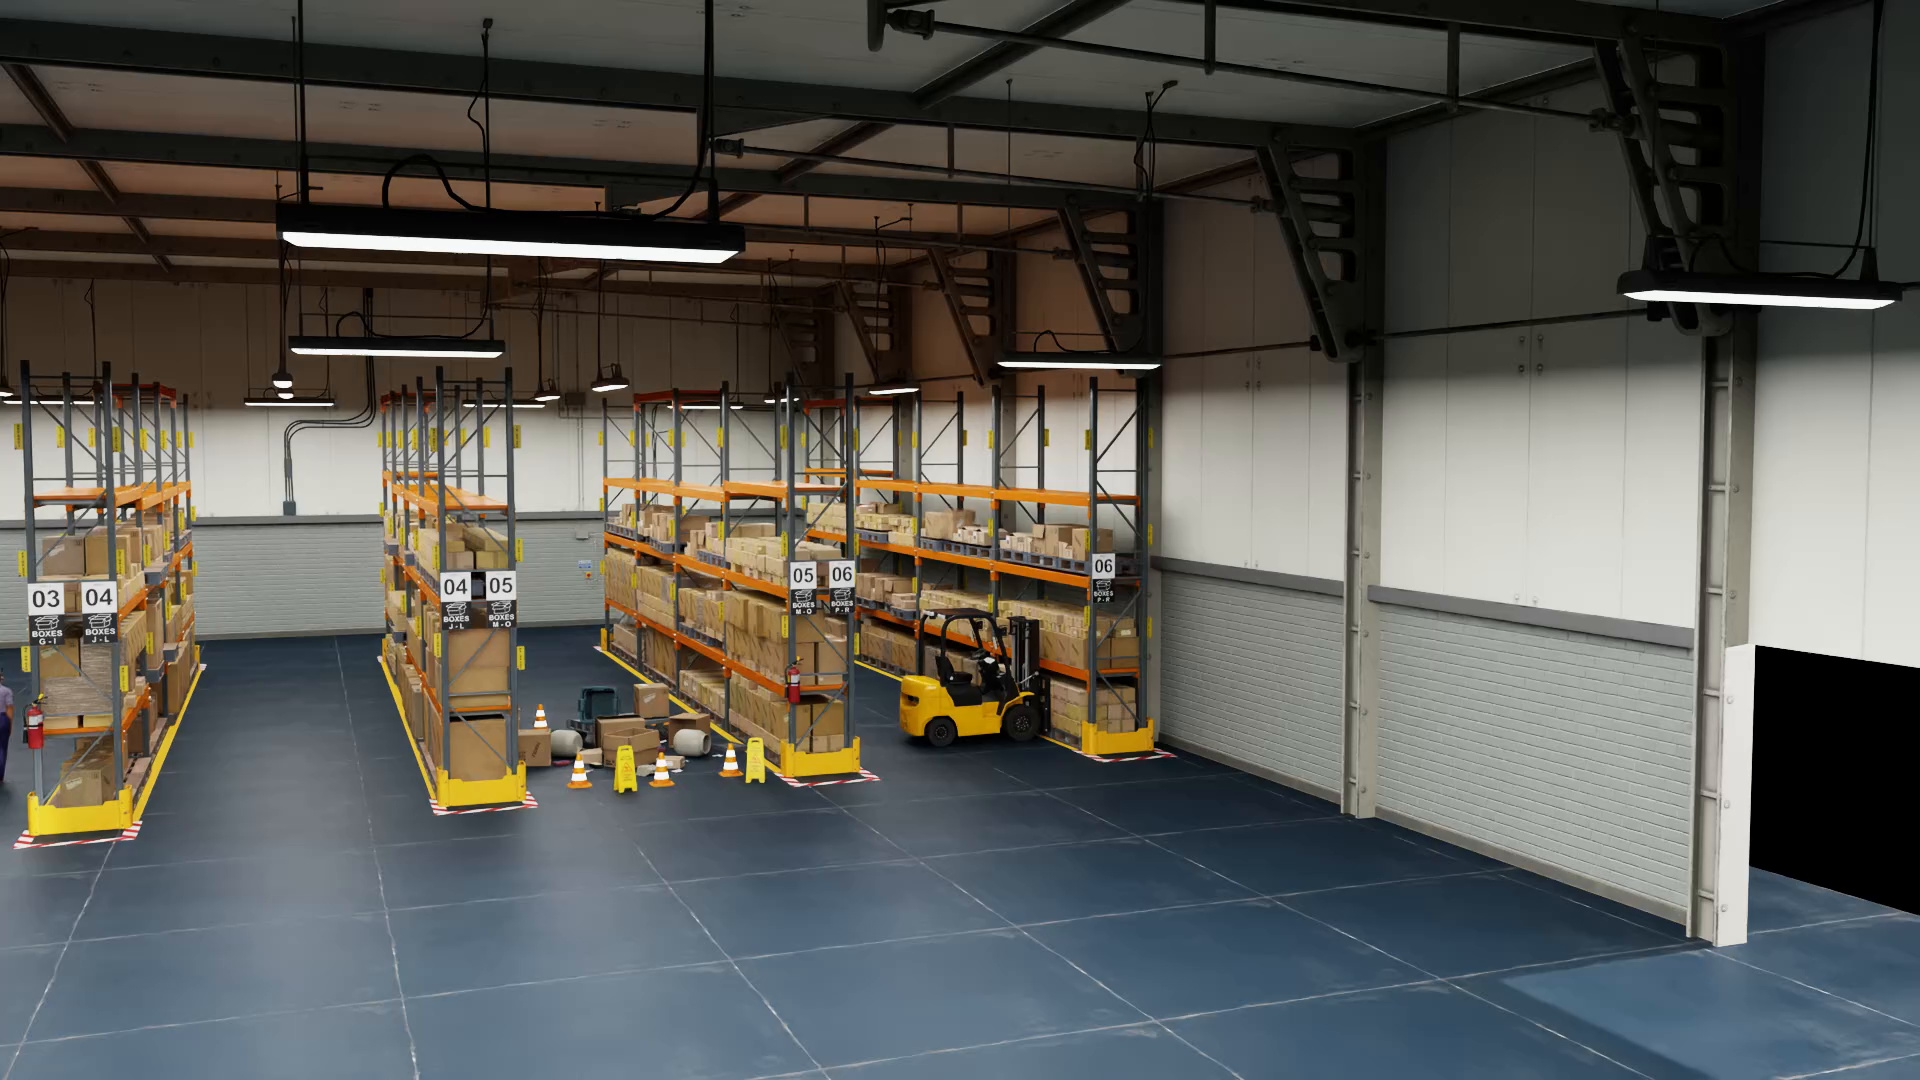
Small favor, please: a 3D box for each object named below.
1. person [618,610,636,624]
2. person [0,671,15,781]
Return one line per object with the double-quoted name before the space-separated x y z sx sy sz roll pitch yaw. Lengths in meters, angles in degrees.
"person" -8.398 1.674 41.561 0.470 1.626 0.964 3 5 45
"person" -14.091 2.715 24.281 0.514 1.646 0.460 -2 4 -35
